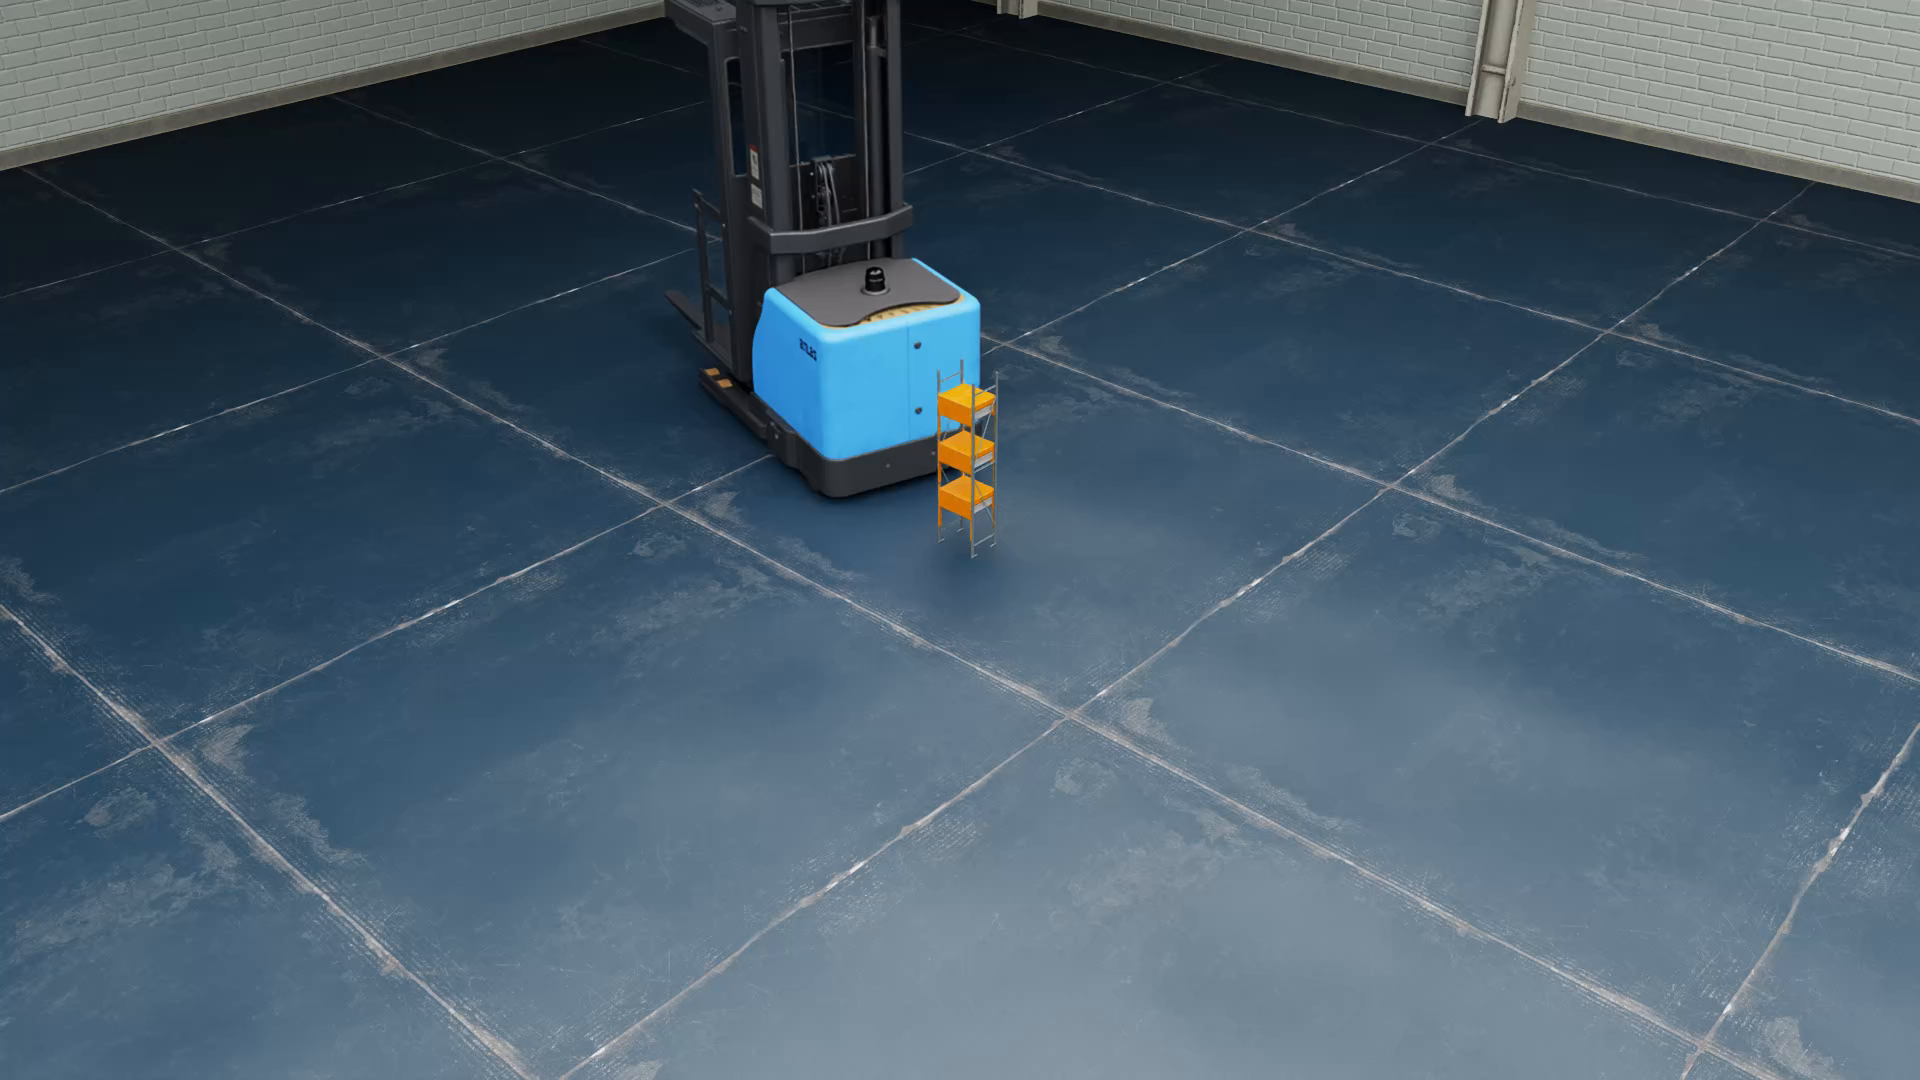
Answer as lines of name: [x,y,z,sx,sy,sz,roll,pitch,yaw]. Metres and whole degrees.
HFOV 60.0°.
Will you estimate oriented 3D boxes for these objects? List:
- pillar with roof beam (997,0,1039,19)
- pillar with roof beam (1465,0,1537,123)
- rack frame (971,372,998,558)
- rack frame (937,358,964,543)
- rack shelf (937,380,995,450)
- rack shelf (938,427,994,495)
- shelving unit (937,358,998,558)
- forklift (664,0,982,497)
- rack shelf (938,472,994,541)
pillar with roof beam: [-2.211,-8.385,14.453,0.400,9.000,9.100,25,39,35]
pillar with roof beam: [2.238,-6.308,11.004,0.400,9.000,9.100,25,39,35]
rack frame: [0.130,-0.389,8.878,0.008,1.050,0.200,25,39,35]
rack frame: [-0.051,-0.473,9.019,0.008,1.050,0.200,25,39,35]
rack shelf: [0.040,-0.665,8.808,0.240,0.259,0.215,25,39,35]
rack shelf: [0.040,-0.422,8.954,0.240,0.259,0.215,25,39,35]
shelving unit: [0.040,-0.431,8.948,0.252,1.050,0.215,25,39,35]
forklift: [-1.041,-2.229,10.111,1.130,2.935,3.031,-17,35,-25]
rack shelf: [0.040,-0.184,9.097,0.240,0.259,0.215,25,39,35]
